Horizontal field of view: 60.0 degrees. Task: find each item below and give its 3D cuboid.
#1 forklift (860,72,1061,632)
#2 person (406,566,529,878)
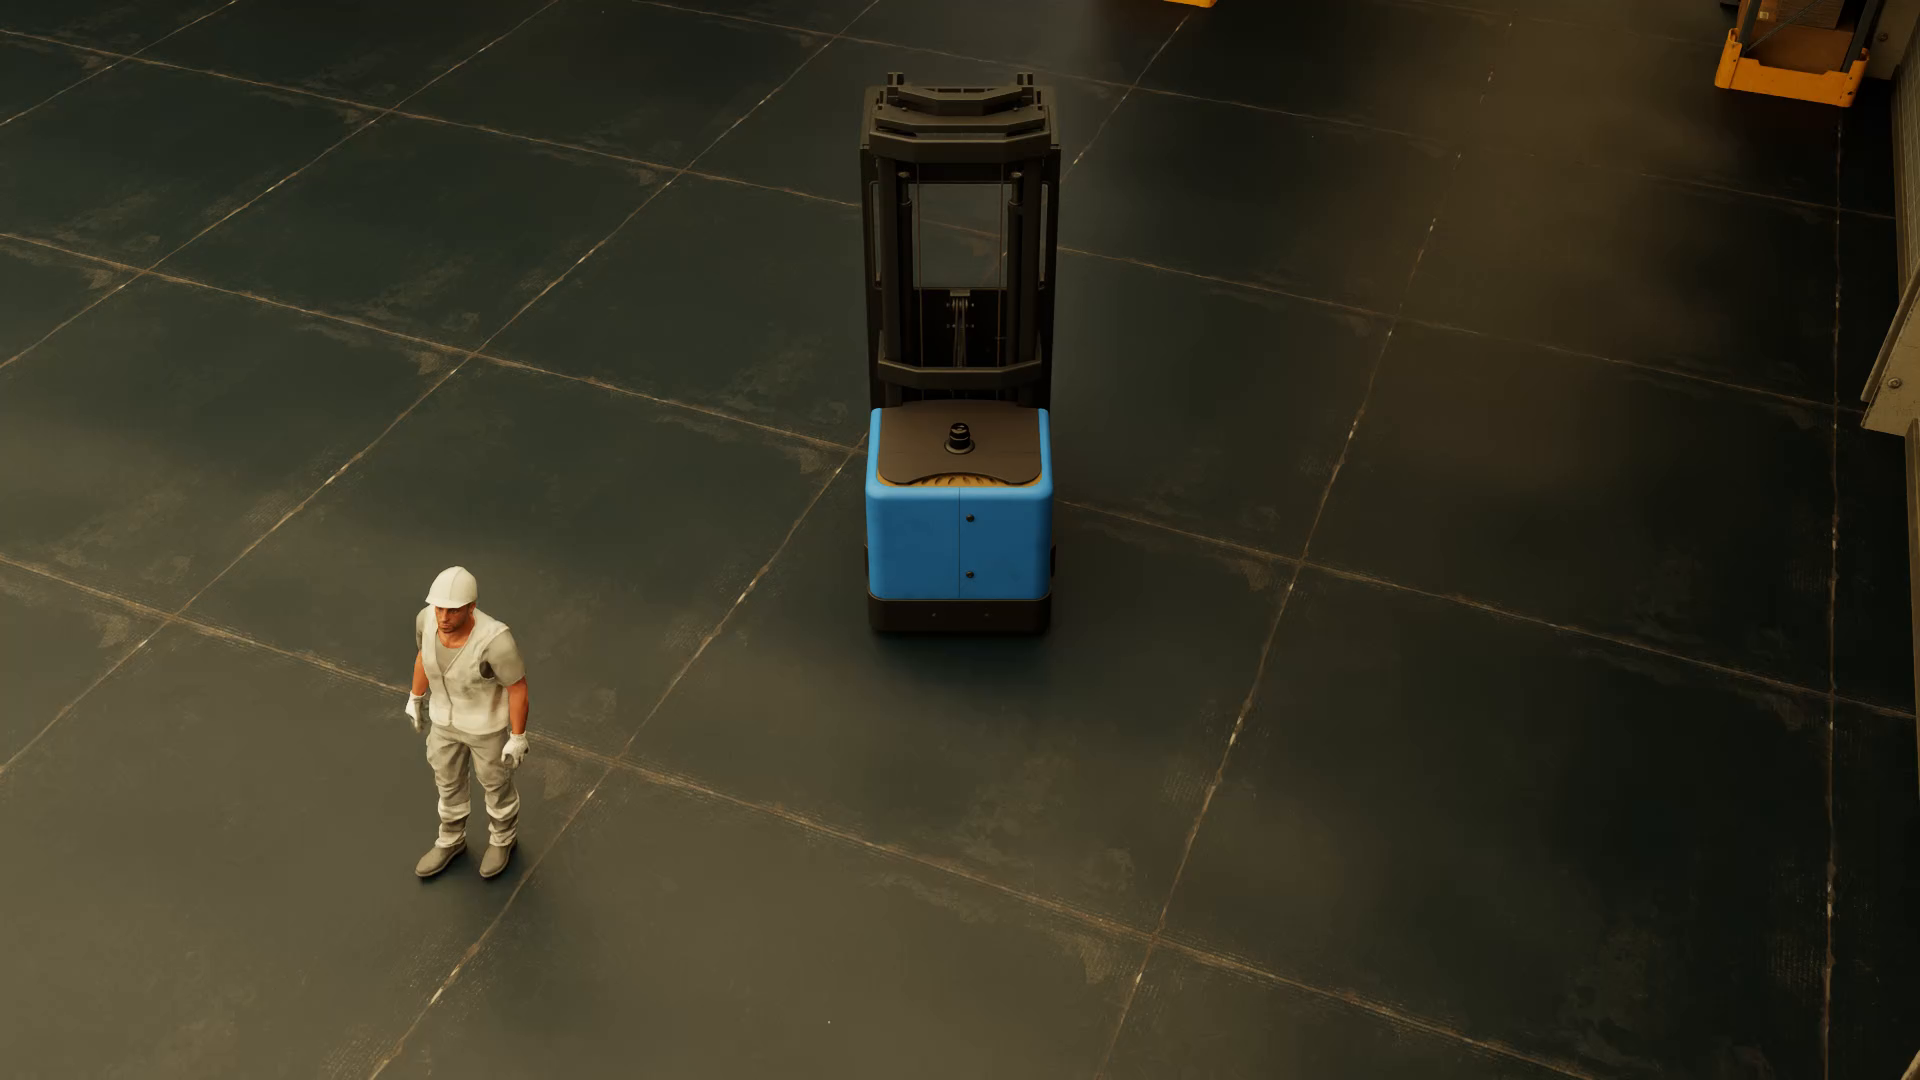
[{"bbox_3d":[0.002,-1.515,9.816,1.130,2.935,3.031,0,40,0],"label":"forklift"},{"bbox_3d":[-2.343,0.897,7.813,0.638,1.787,0.564,14,42,16],"label":"person"}]
